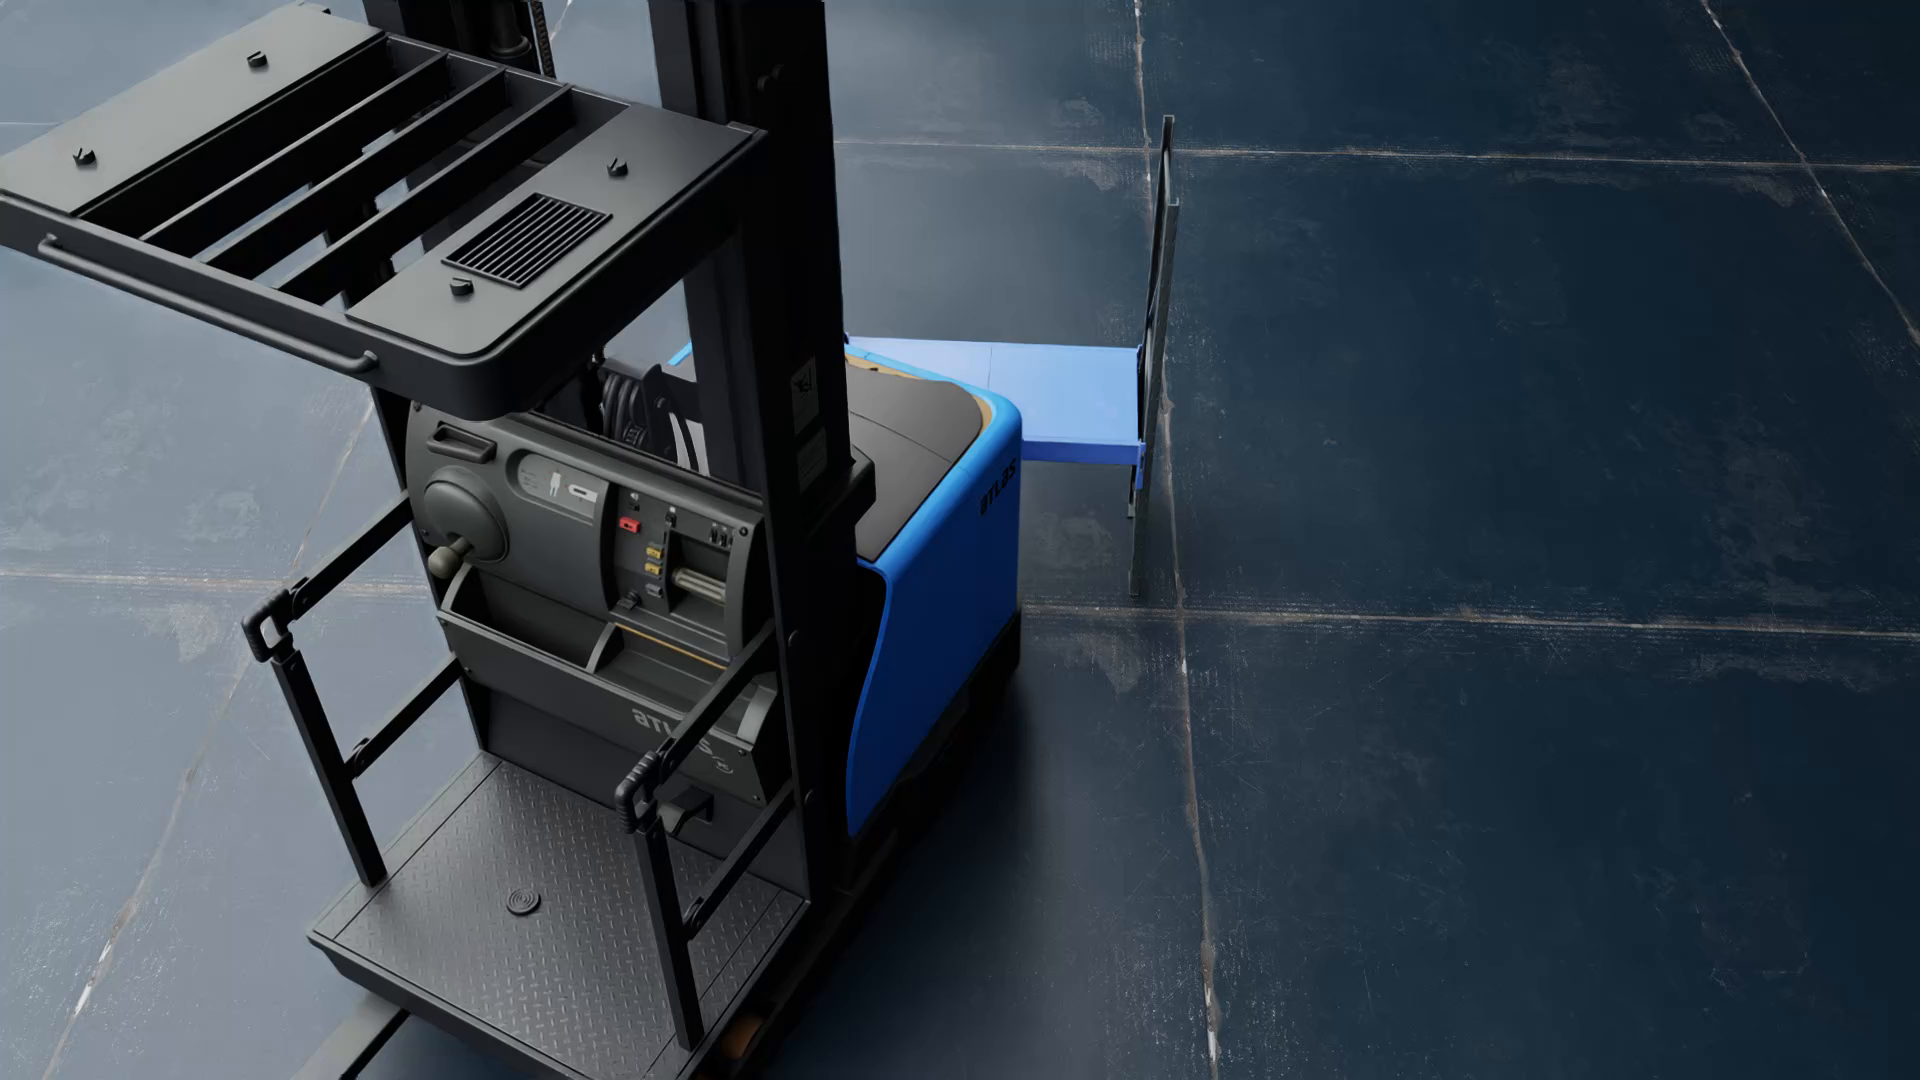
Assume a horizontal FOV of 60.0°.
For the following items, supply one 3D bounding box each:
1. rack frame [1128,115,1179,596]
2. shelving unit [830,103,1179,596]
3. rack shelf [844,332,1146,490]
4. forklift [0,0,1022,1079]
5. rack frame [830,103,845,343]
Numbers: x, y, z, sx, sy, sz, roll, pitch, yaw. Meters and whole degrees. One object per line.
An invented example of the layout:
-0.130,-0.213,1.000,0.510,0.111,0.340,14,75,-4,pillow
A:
0.598,-0.532,5.220,0.032,1.500,0.500,3,43,3,rack frame
0.090,-0.556,5.246,1.048,1.500,0.538,3,43,3,shelving unit
0.090,-0.424,5.369,1.000,0.185,0.538,3,43,3,rack shelf
-0.949,0.061,3.535,1.130,2.935,3.031,20,47,20,forklift
-0.417,-0.580,5.272,0.032,1.500,0.500,3,43,3,rack frame
